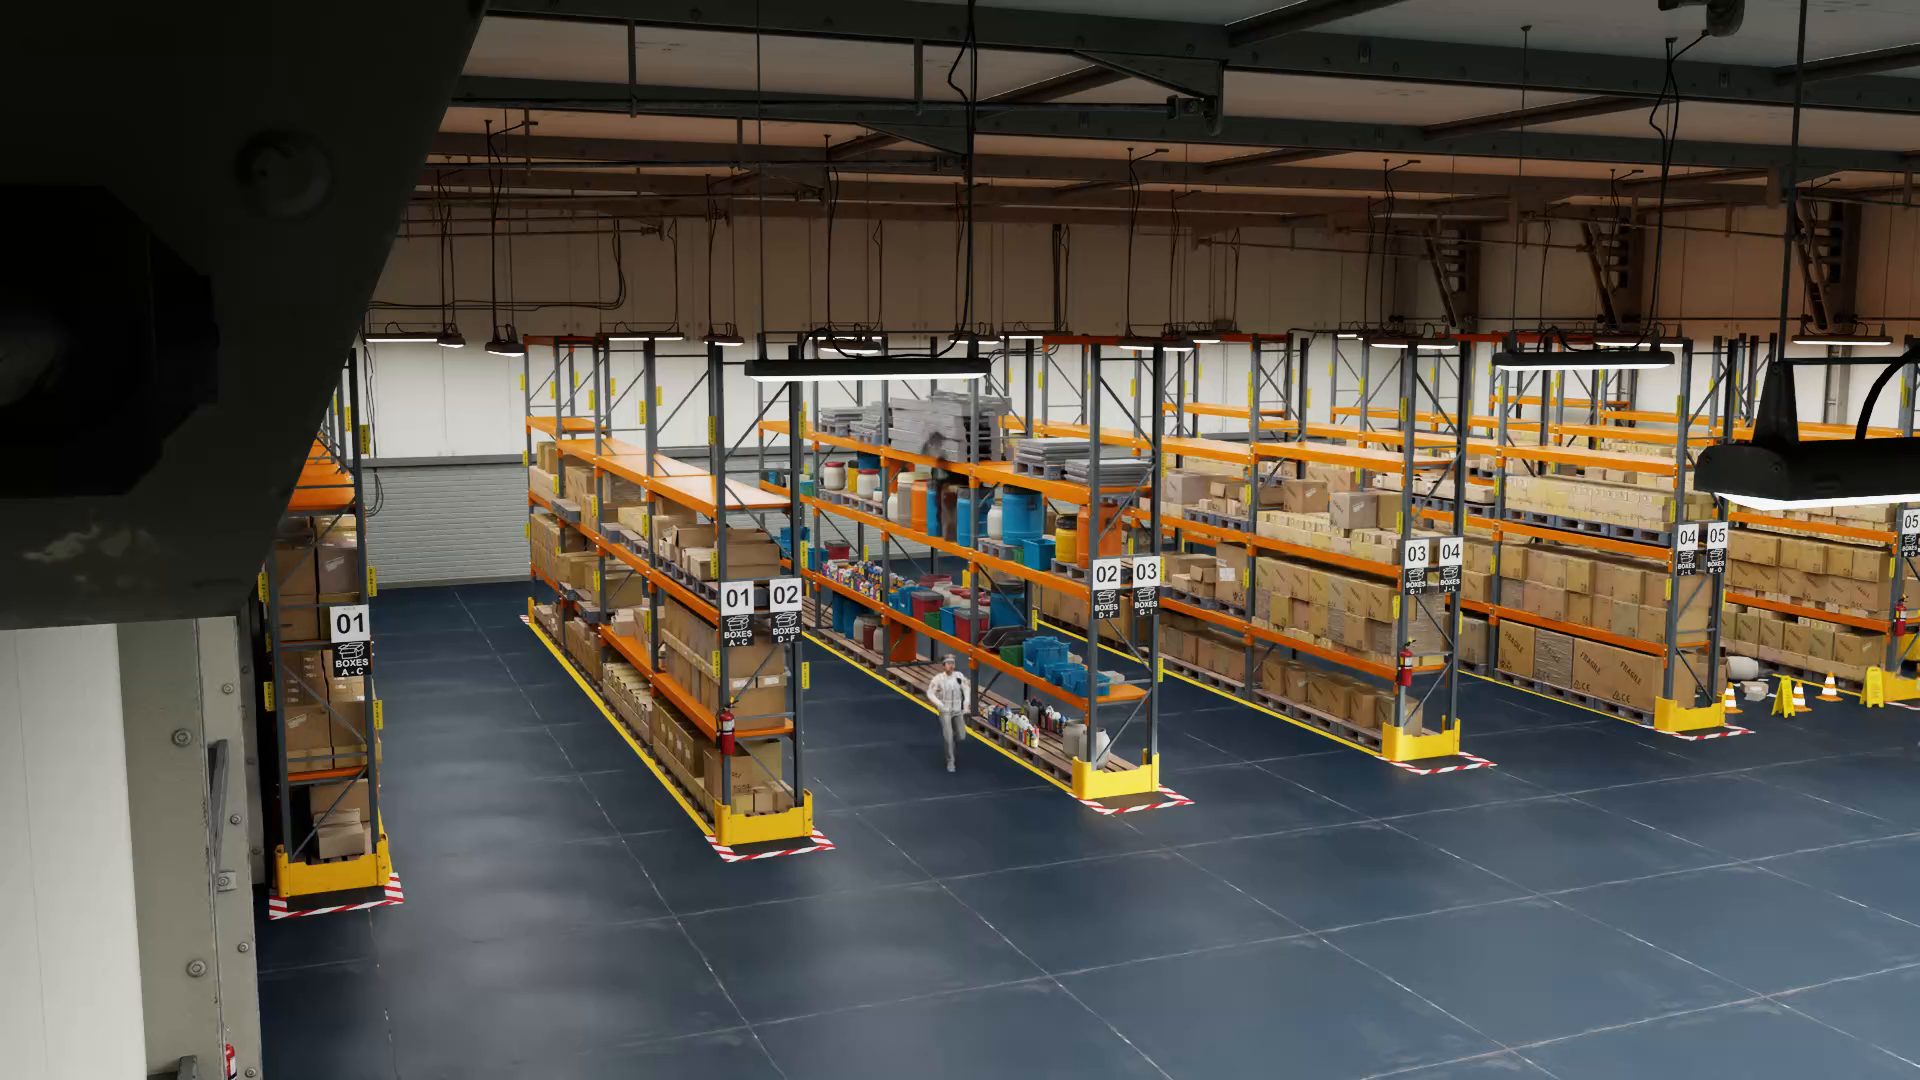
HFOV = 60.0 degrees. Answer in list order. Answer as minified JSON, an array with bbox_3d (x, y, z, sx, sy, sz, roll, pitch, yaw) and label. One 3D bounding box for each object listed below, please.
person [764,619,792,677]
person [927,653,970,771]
[{"bbox_3d":[-3.223,1.532,29.743,0.684,1.757,0.791,-3,8,-21],"label":"person"},{"bbox_3d":[-0.144,2.410,23.483,0.664,1.662,0.531,-3,8,-20],"label":"person"}]
